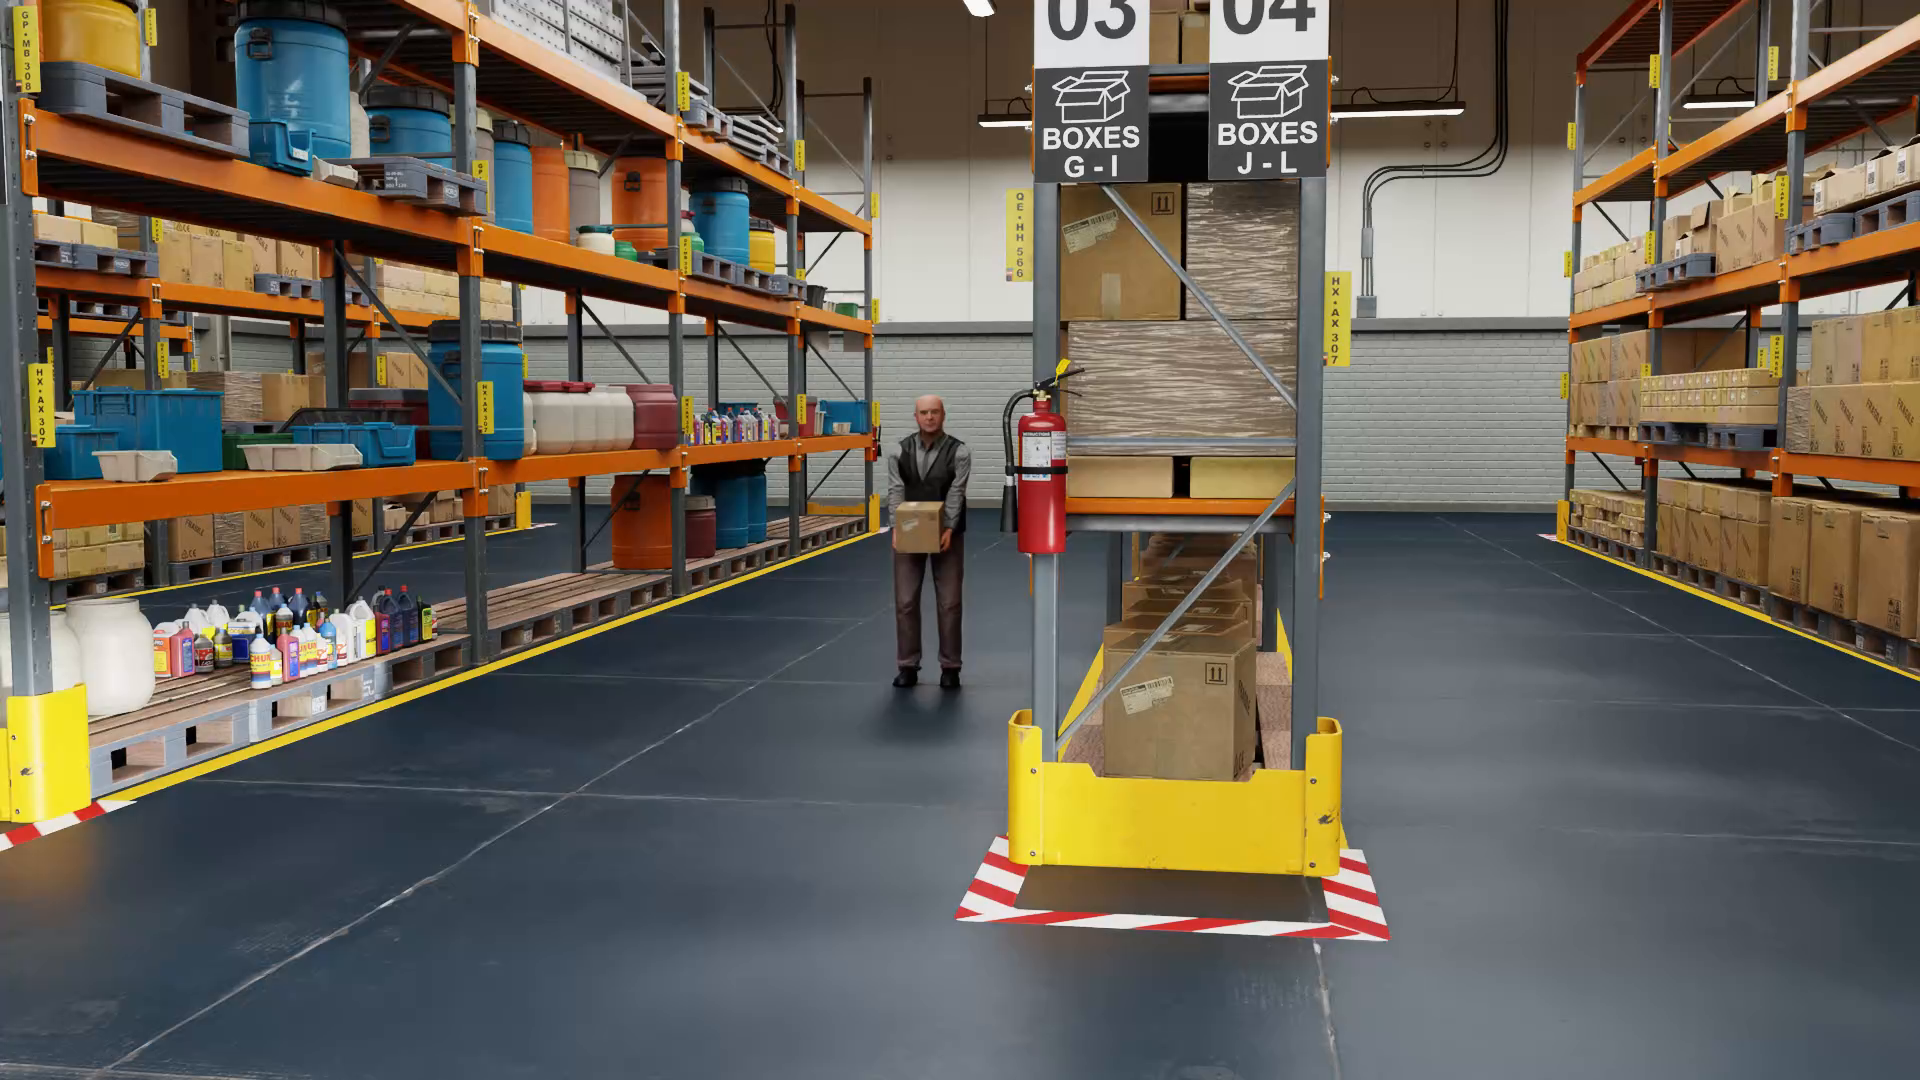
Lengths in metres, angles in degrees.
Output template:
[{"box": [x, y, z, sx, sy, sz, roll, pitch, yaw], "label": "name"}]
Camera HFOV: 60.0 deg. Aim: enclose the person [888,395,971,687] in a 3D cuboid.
[{"box": [-0.183, 0.008, 9.749, 0.490, 1.717, 0.571, 1, 4, 8], "label": "person"}]
